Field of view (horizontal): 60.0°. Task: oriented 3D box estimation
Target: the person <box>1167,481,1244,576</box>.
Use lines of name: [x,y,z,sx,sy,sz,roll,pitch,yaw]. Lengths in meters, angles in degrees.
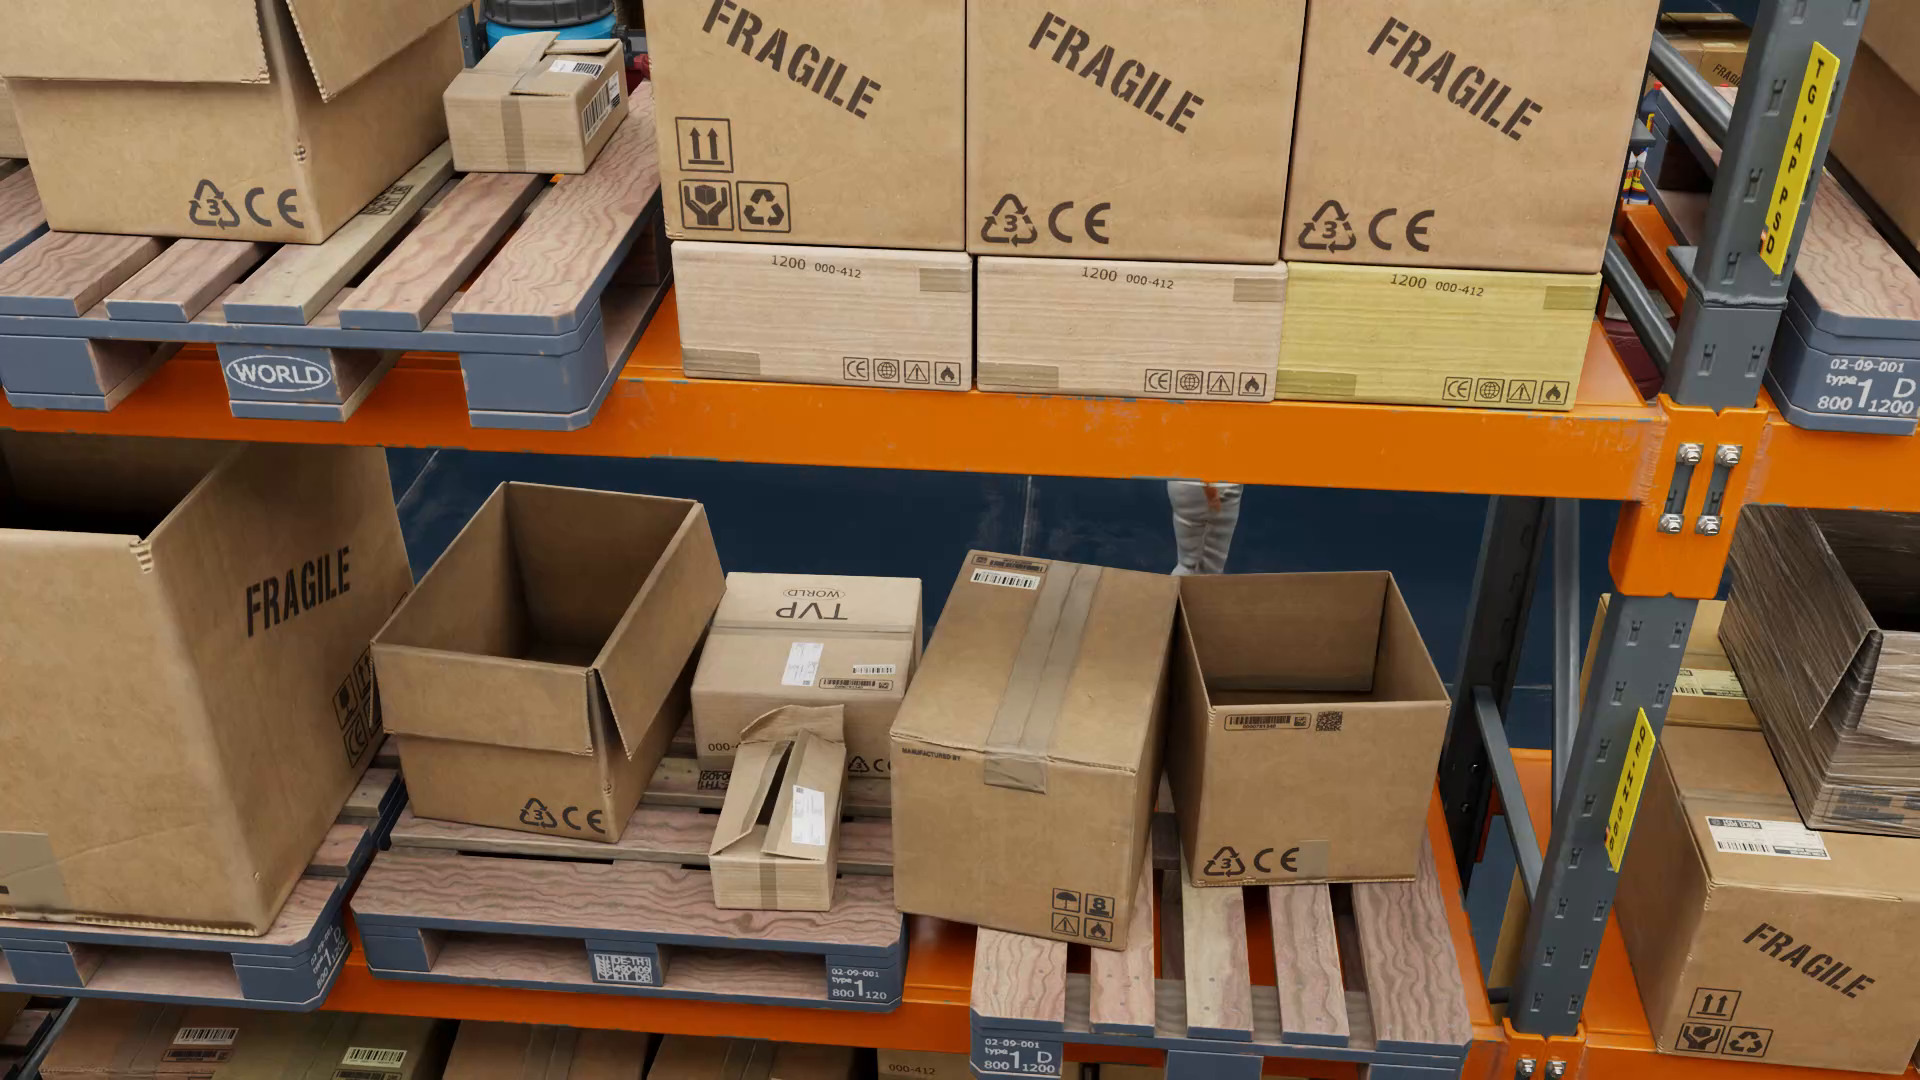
person: [0.988,-0.246,6.586,0.386,1.721,0.485,3,32,5]
